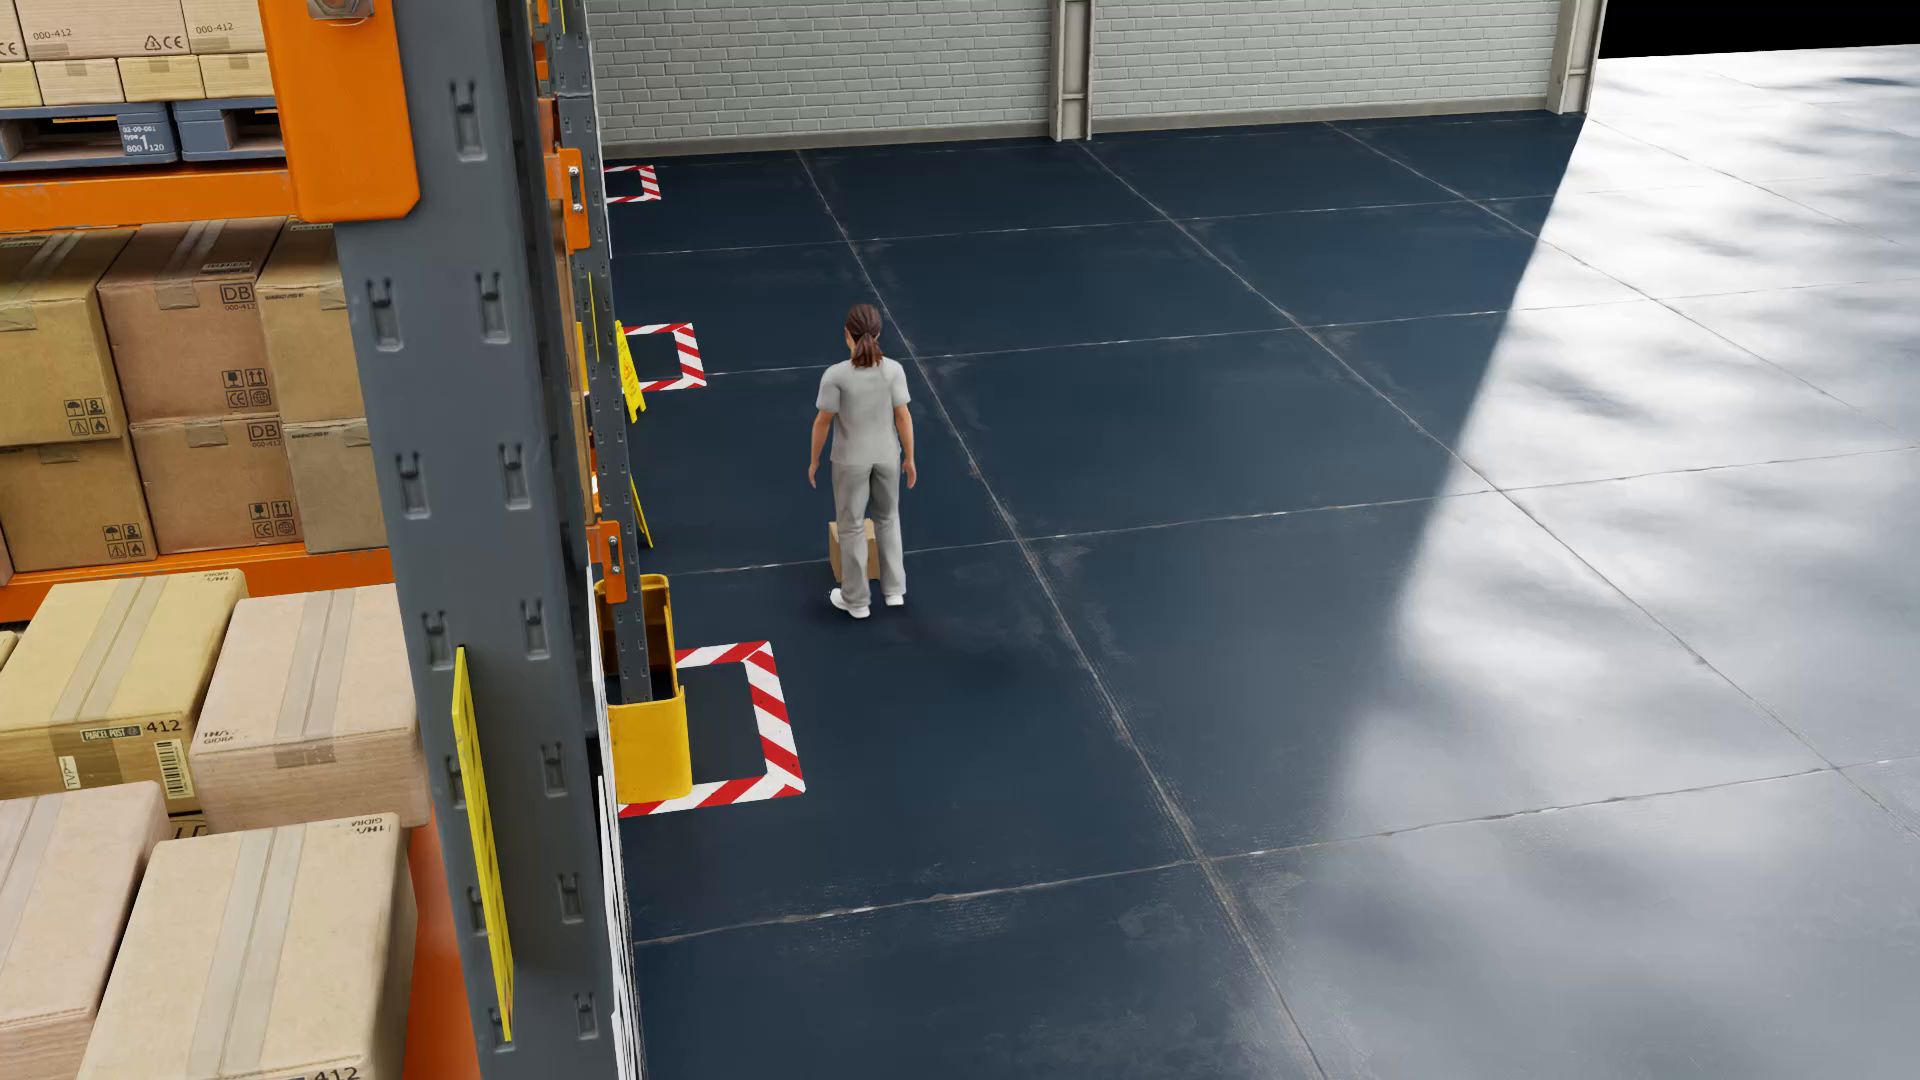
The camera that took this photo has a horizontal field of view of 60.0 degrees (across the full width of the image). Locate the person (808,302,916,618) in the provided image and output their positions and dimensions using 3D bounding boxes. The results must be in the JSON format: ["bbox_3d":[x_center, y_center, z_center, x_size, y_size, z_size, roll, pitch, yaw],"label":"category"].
[{"bbox_3d":[-0.500,-0.370,8.355,0.516,1.719,0.398,-9,28,-17],"label":"person"}]
